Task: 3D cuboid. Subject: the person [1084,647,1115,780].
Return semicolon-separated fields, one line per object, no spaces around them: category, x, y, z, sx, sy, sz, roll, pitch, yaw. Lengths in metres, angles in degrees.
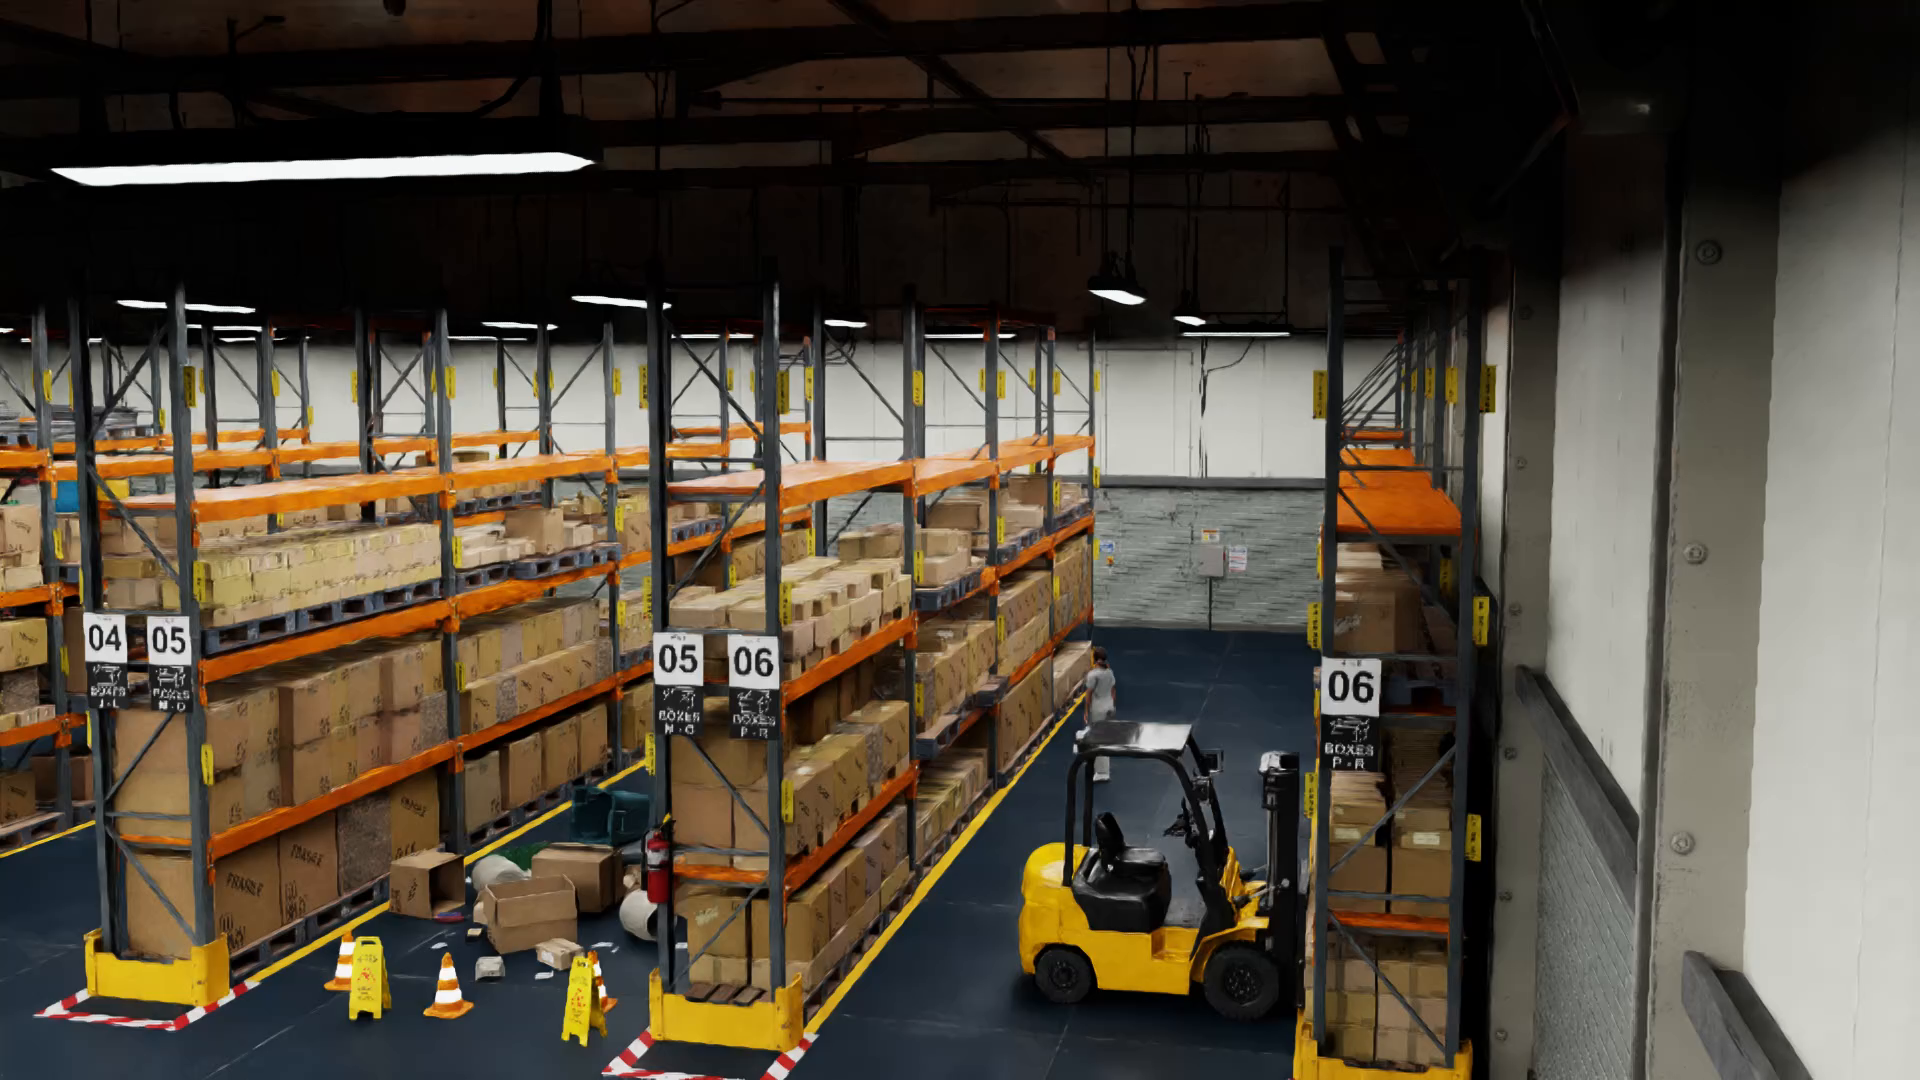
person;1.759;2.187;21.187;0.563;1.650;0.569;-6;8;-44
